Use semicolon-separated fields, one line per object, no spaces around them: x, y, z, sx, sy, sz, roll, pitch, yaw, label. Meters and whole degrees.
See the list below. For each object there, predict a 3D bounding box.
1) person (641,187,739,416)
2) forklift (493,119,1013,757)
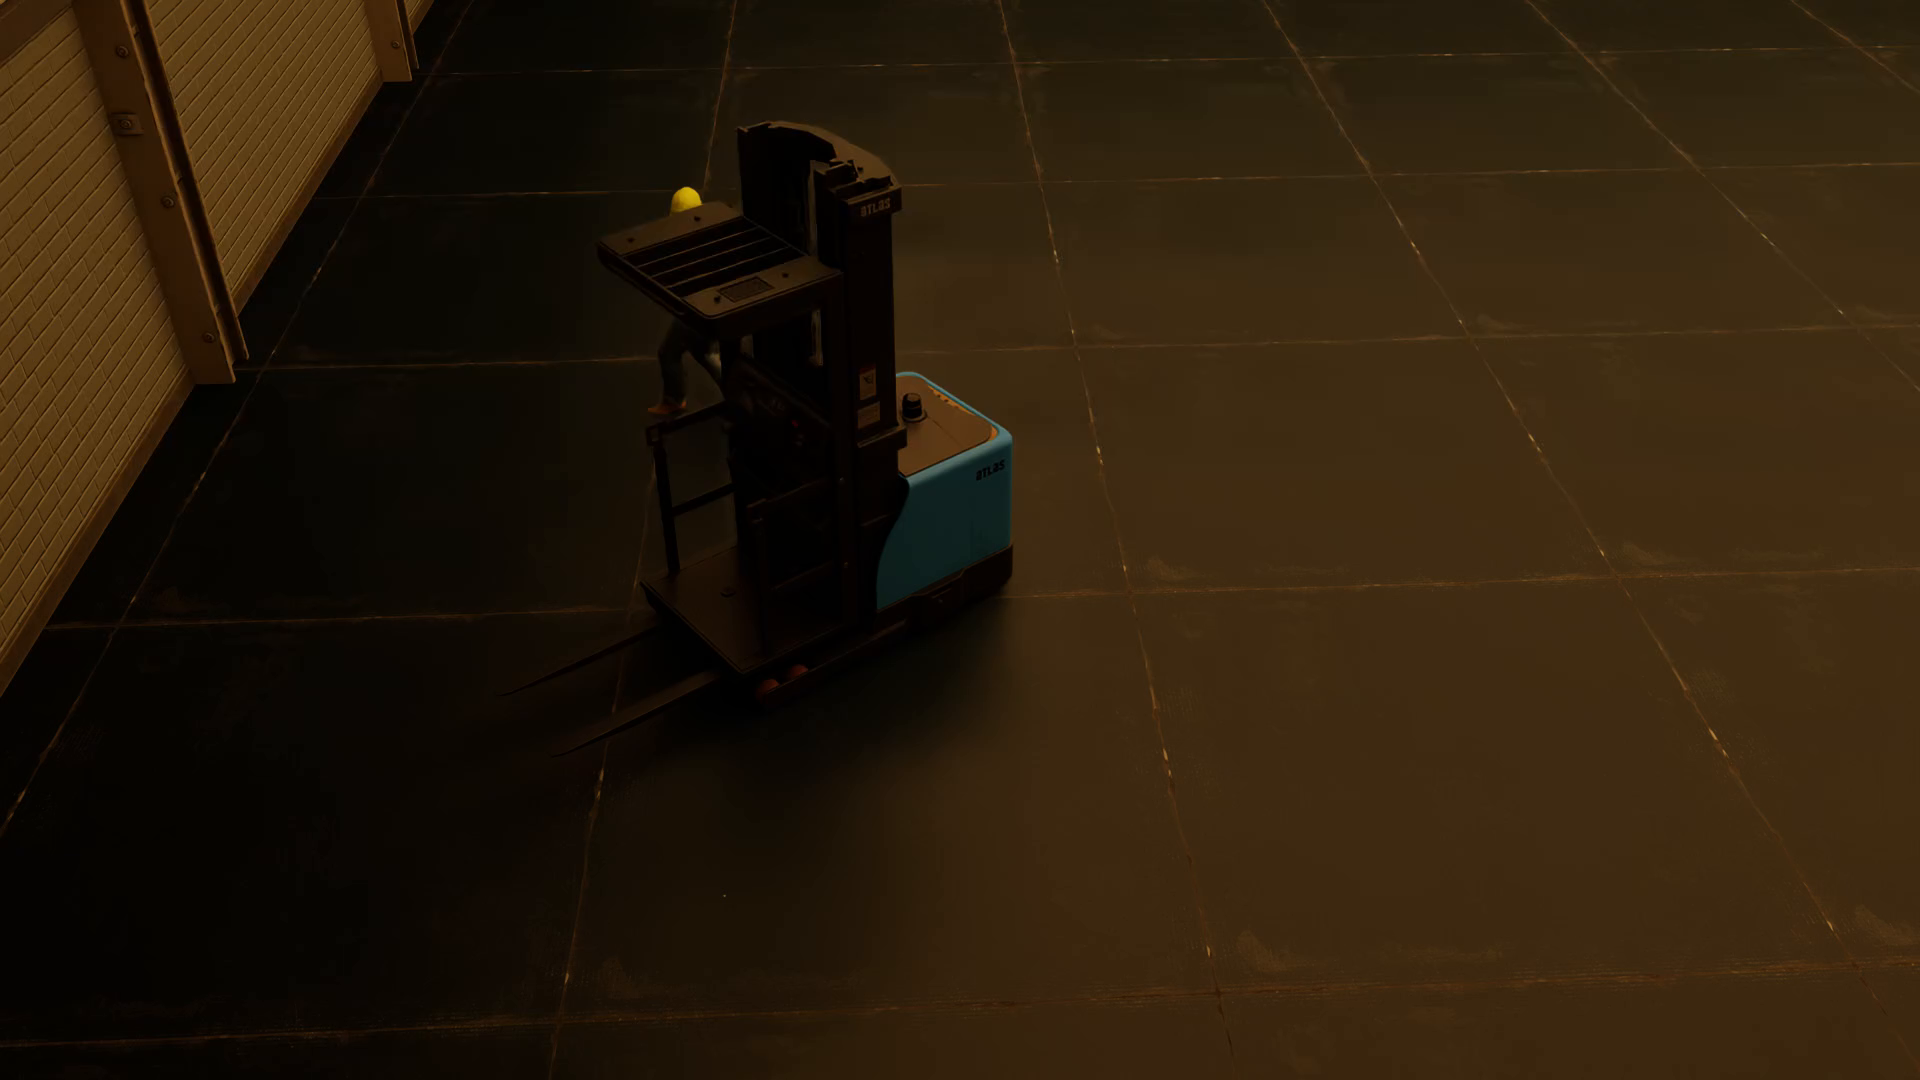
-1.756;-1.571;11.255;0.934;1.741;0.604;5;36;7;person
-1.144;-0.599;8.833;3.031;2.935;1.130;-26;43;-31;forklift
